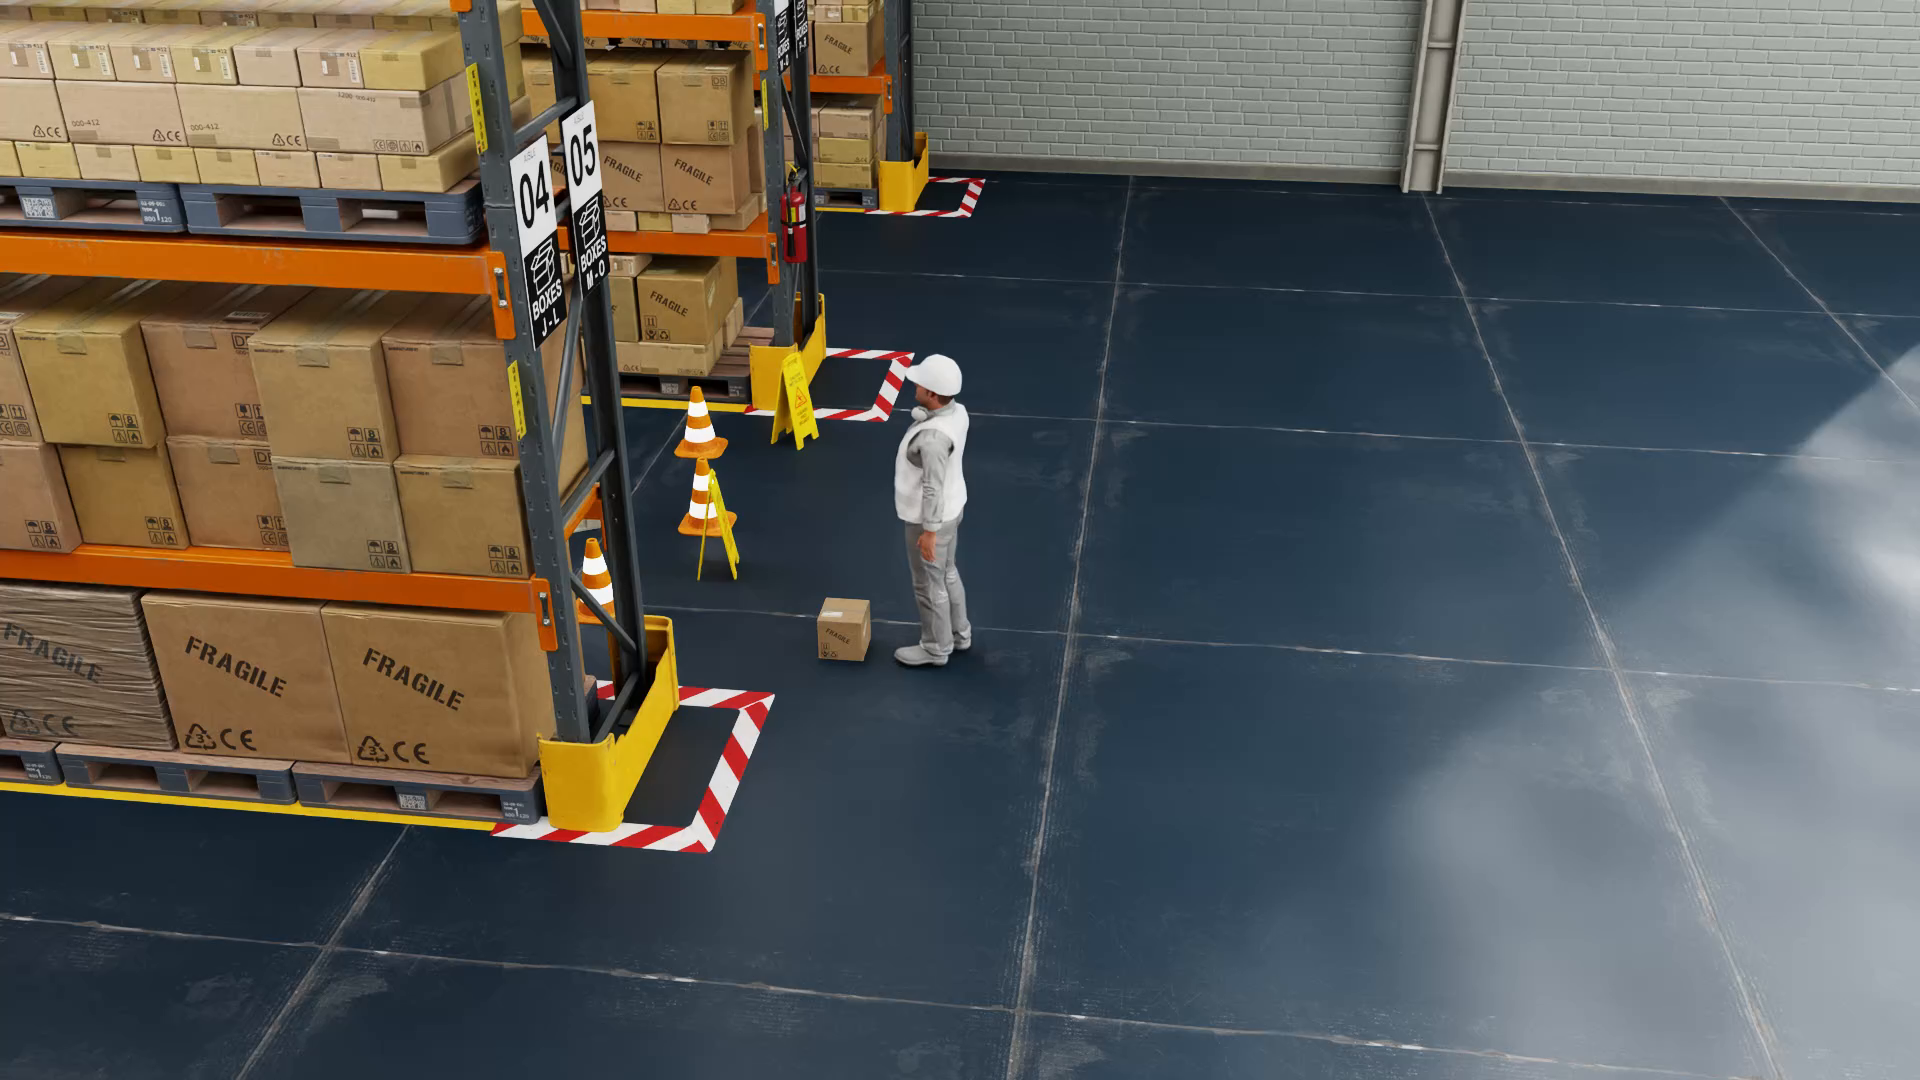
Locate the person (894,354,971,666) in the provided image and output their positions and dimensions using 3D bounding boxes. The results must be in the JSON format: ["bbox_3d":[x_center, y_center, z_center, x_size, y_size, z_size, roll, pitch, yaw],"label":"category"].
[{"bbox_3d":[-0.142,-0.160,8.860,0.384,1.773,0.557,7,29,13],"label":"person"}]
